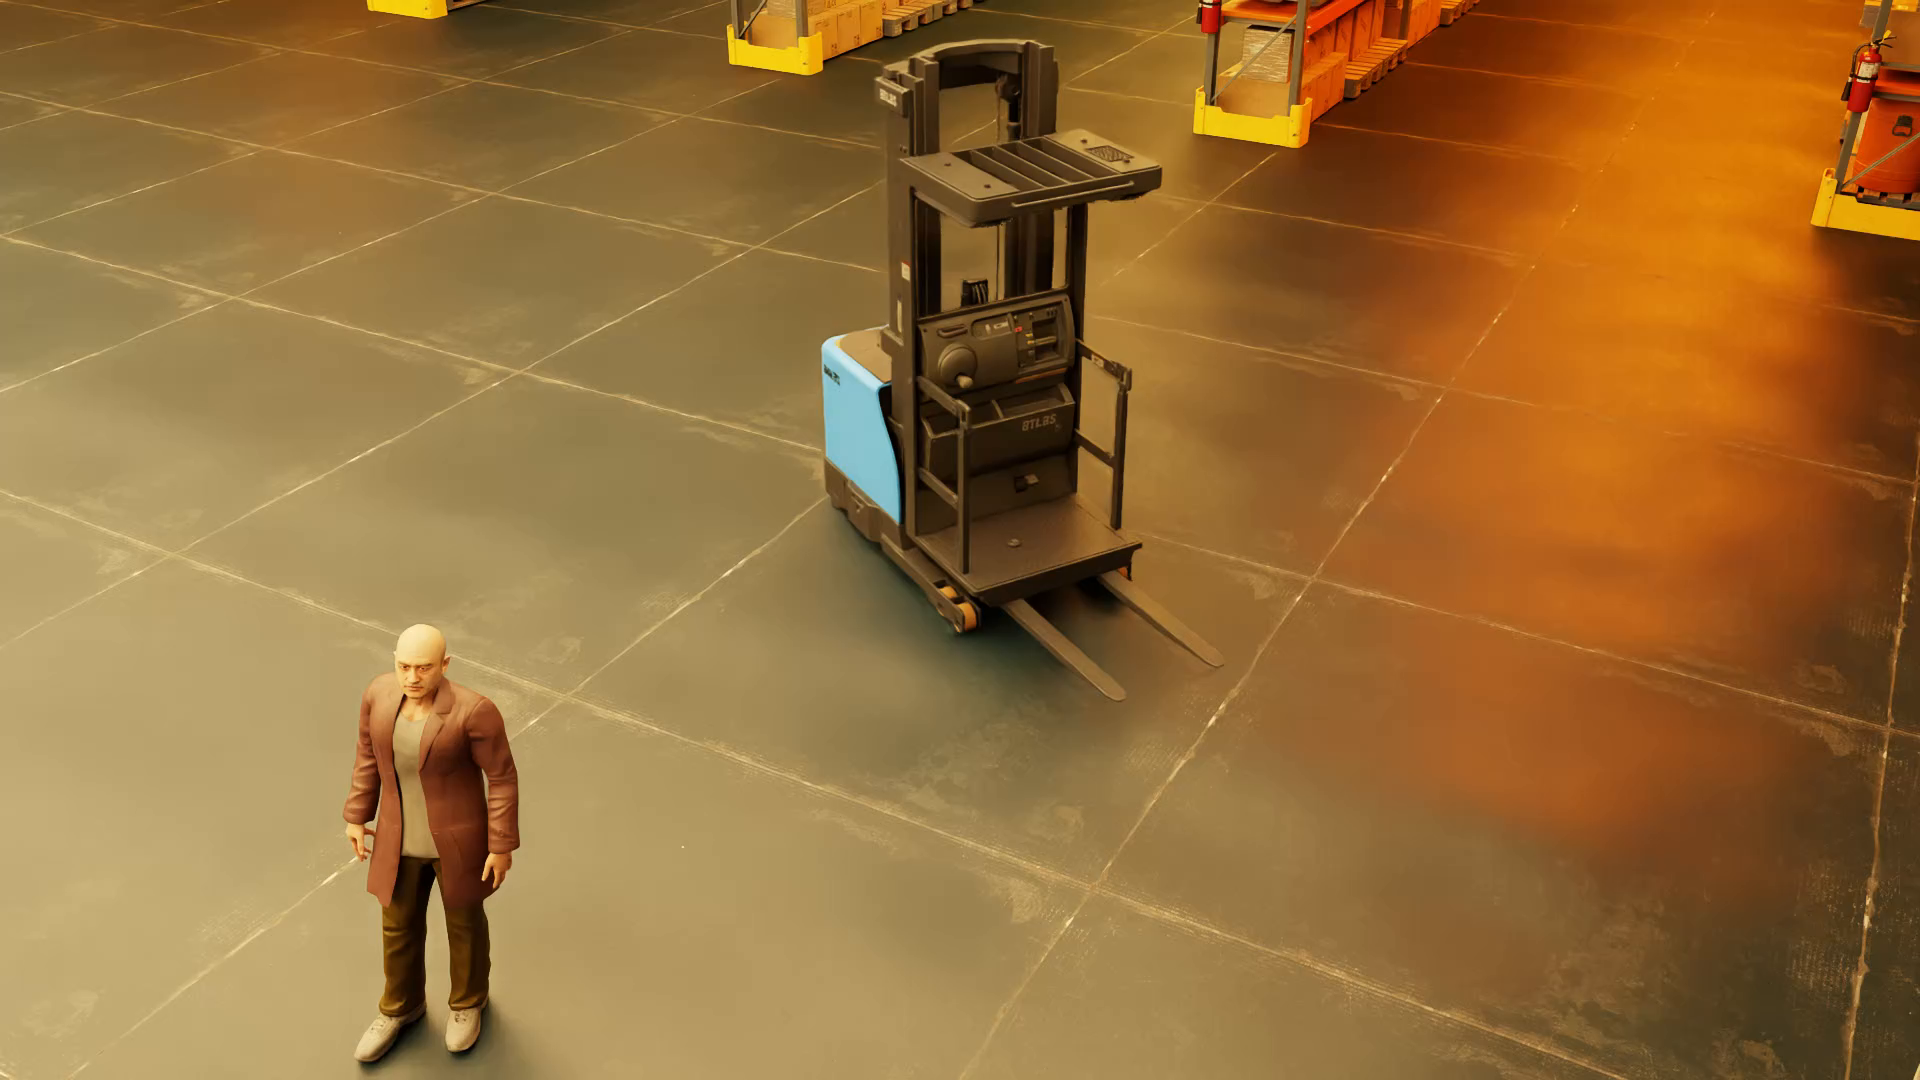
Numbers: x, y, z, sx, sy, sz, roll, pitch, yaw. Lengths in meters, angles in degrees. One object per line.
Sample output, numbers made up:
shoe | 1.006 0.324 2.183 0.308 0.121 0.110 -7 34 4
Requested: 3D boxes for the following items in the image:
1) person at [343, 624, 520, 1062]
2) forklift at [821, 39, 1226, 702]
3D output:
person | -1.996 1.159 6.202 0.695 1.776 0.582 5 30 9
forklift | 0.317 -1.022 8.841 1.130 2.935 3.031 -16 34 -25
